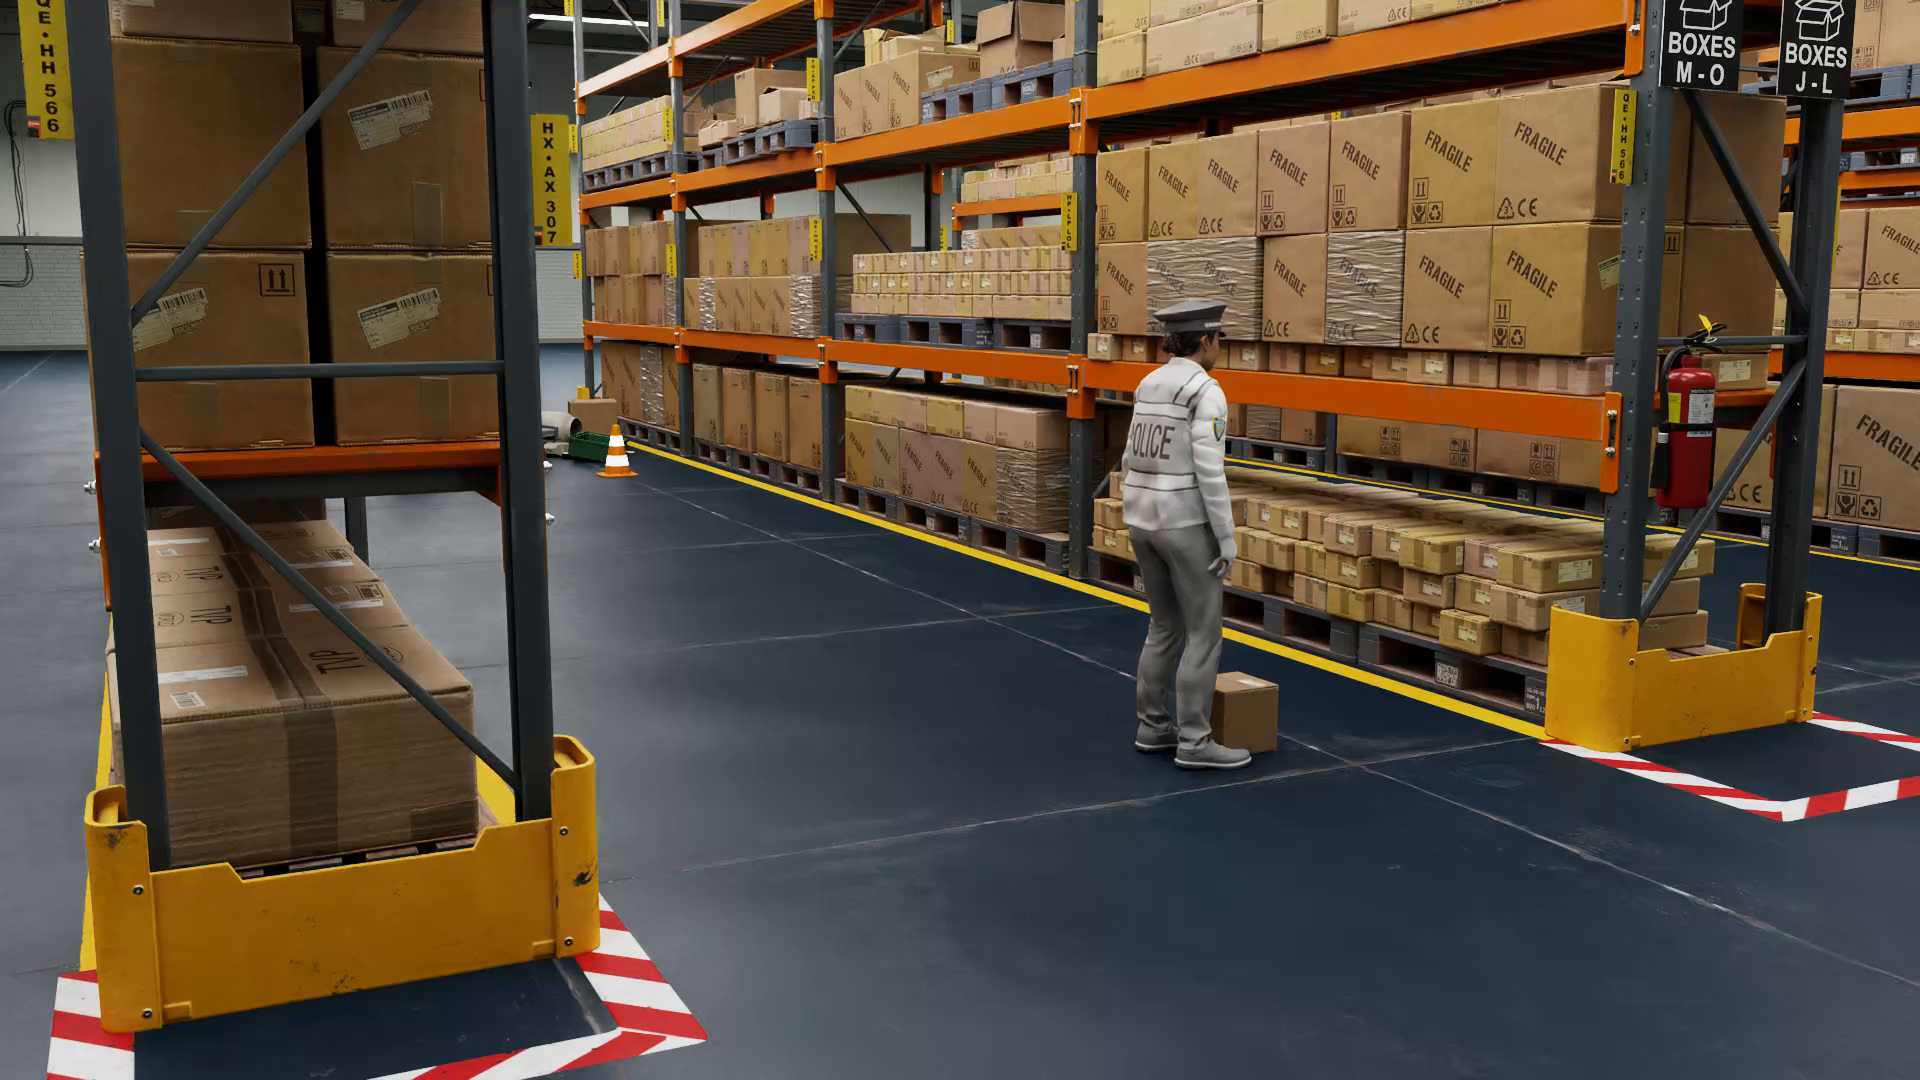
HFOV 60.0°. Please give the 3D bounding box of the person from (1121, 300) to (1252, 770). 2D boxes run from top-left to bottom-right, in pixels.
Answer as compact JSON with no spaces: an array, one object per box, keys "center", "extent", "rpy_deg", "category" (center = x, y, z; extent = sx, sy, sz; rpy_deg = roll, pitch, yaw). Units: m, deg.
[{"center":[0.799,-0.029,6.025],"extent":[0.376,1.663,0.544],"rpy_deg":[-5,10,-29],"category":"person"}]
